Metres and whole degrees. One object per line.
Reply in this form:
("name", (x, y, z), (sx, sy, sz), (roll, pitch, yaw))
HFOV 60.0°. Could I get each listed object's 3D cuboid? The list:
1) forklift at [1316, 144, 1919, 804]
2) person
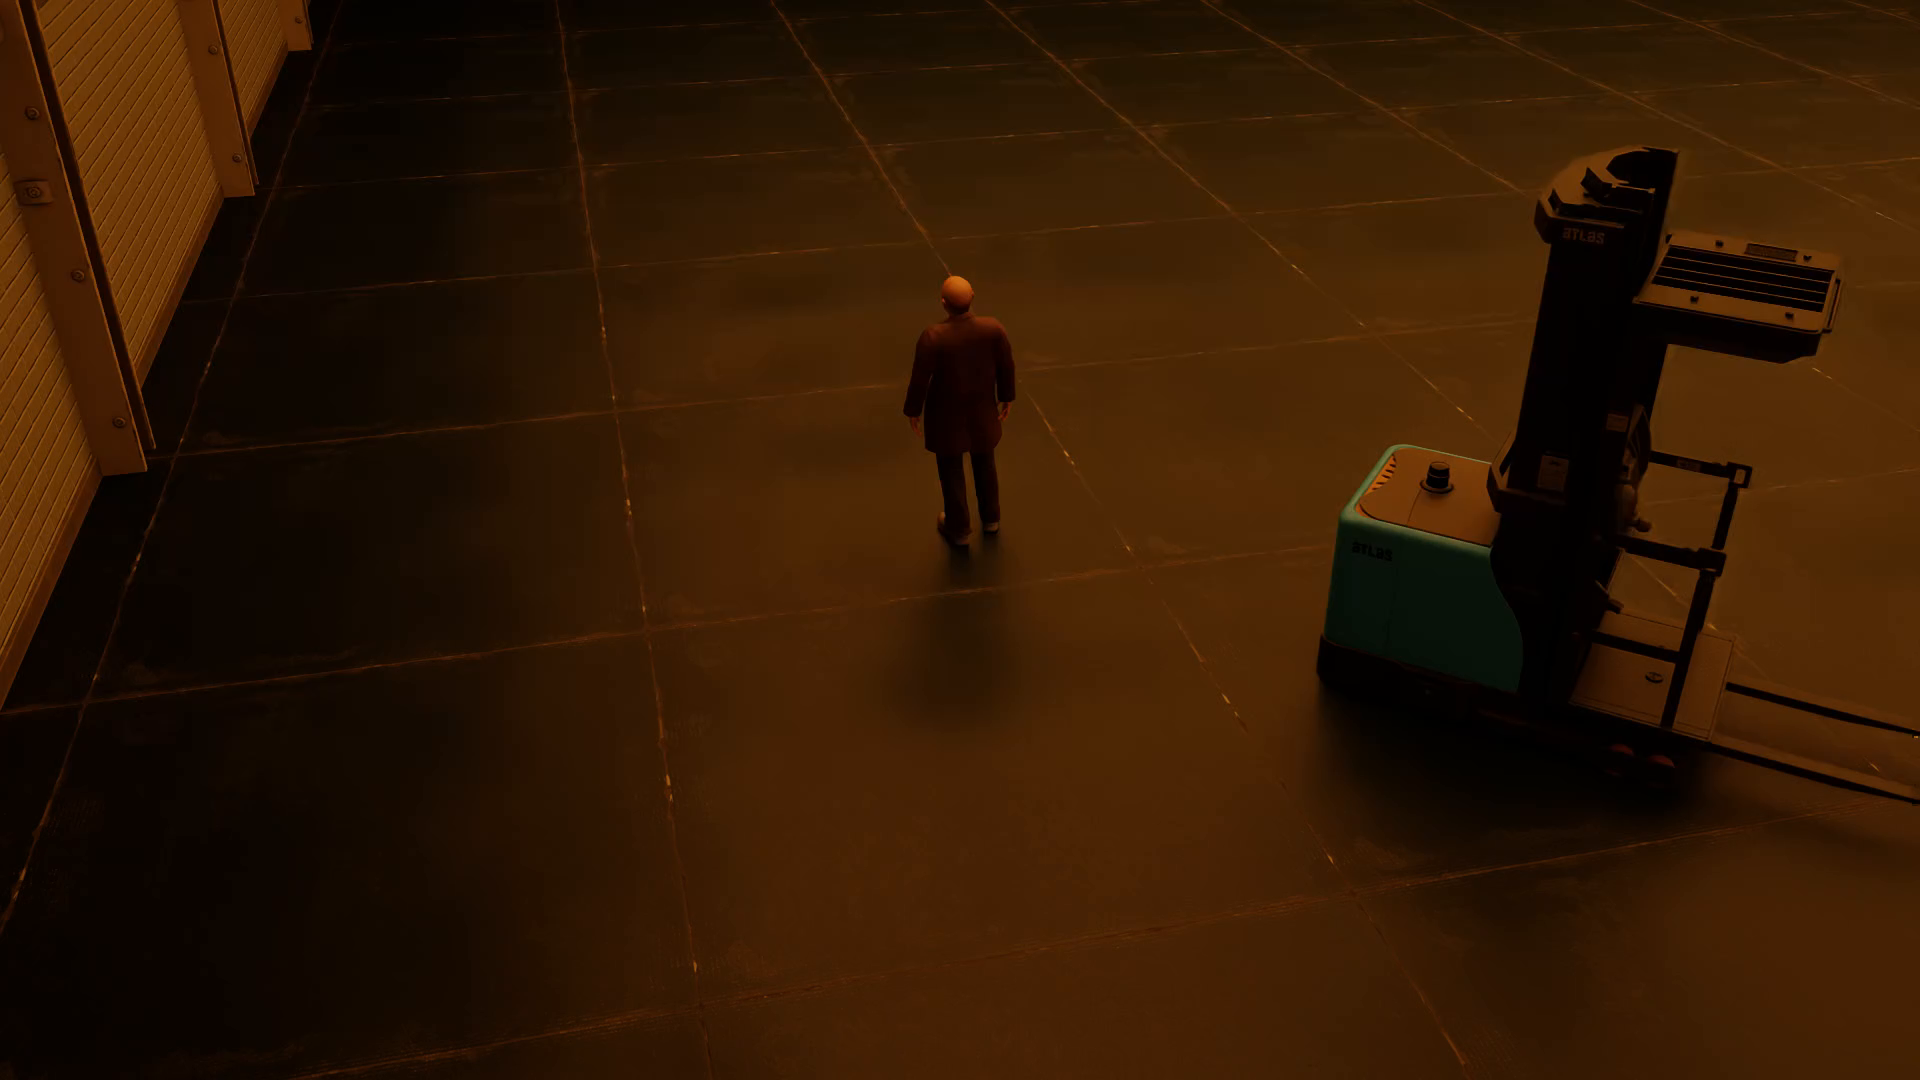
("forklift", (3.496, -0.327, 8.140), (3.031, 2.935, 1.130), (15, 33, 25))
("person", (-0.018, -0.821, 10.129), (0.696, 1.778, 0.579), (-7, 31, -12))
